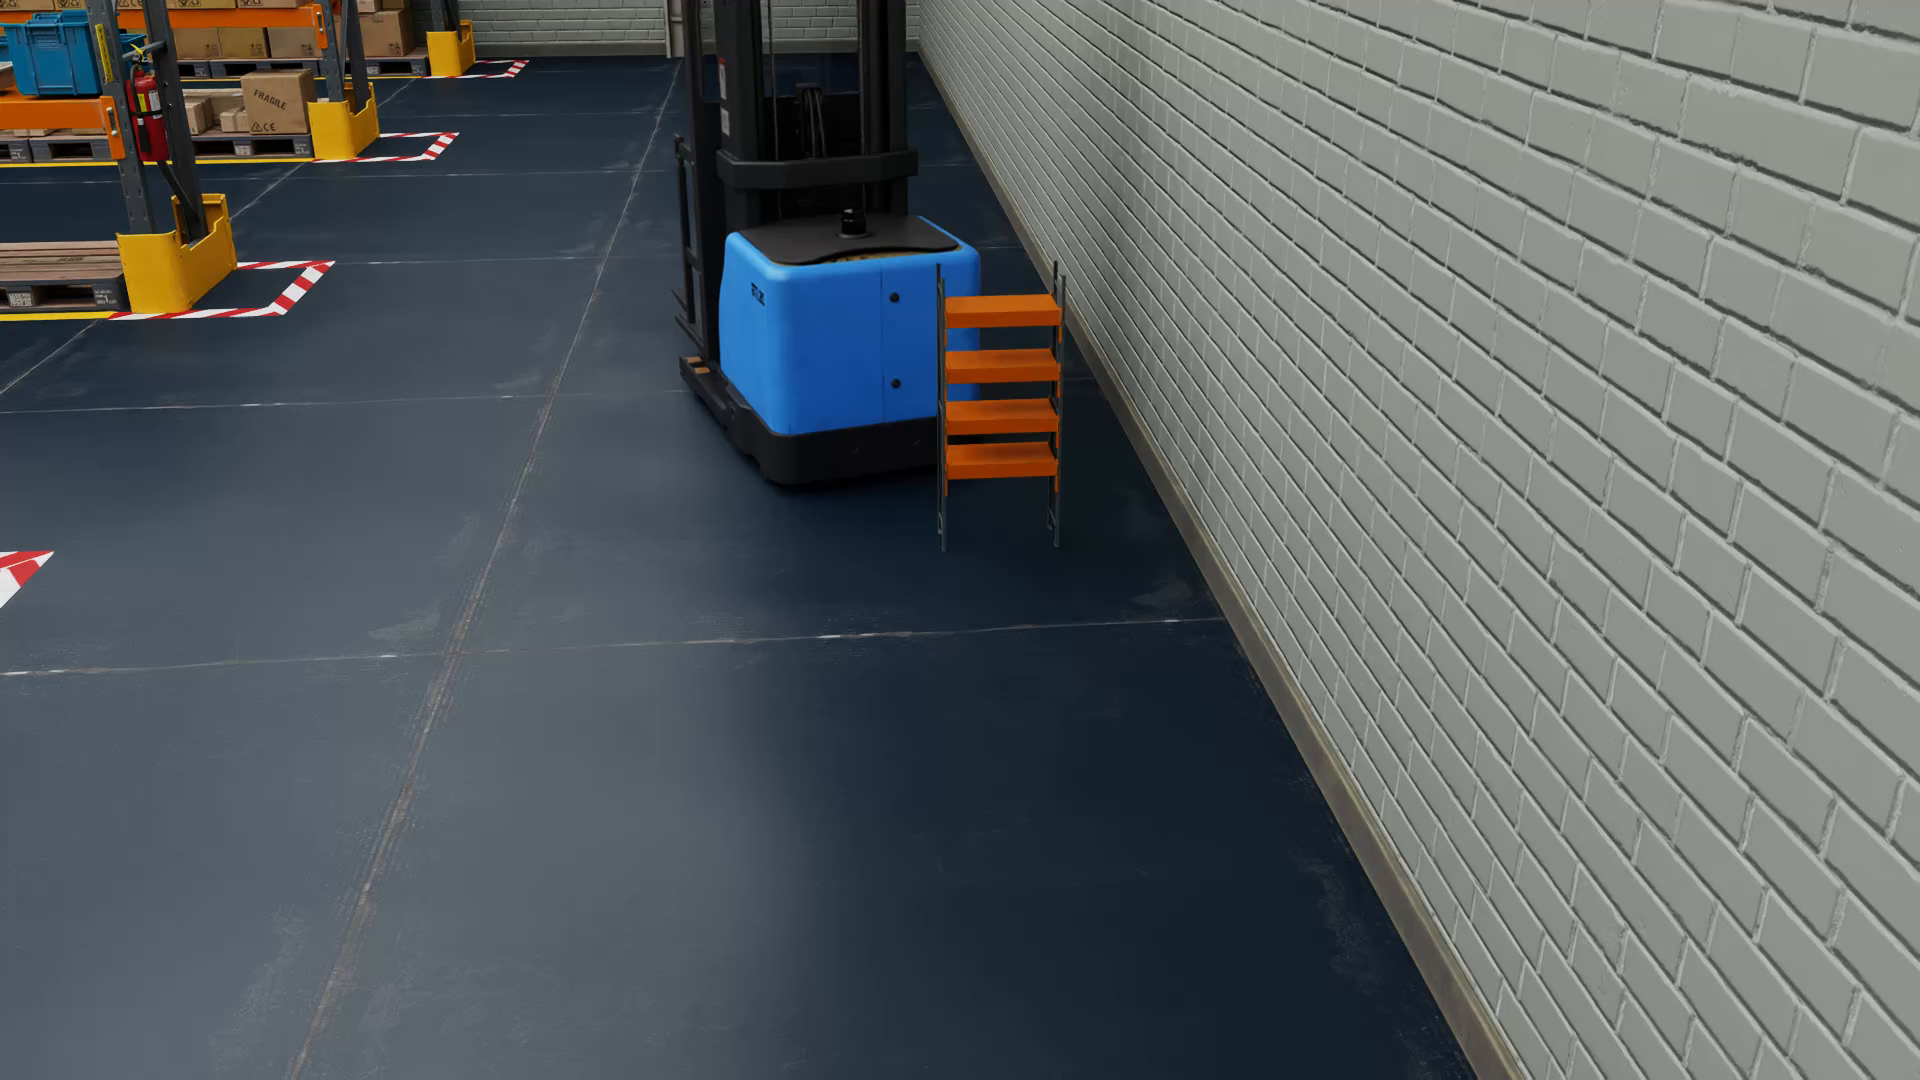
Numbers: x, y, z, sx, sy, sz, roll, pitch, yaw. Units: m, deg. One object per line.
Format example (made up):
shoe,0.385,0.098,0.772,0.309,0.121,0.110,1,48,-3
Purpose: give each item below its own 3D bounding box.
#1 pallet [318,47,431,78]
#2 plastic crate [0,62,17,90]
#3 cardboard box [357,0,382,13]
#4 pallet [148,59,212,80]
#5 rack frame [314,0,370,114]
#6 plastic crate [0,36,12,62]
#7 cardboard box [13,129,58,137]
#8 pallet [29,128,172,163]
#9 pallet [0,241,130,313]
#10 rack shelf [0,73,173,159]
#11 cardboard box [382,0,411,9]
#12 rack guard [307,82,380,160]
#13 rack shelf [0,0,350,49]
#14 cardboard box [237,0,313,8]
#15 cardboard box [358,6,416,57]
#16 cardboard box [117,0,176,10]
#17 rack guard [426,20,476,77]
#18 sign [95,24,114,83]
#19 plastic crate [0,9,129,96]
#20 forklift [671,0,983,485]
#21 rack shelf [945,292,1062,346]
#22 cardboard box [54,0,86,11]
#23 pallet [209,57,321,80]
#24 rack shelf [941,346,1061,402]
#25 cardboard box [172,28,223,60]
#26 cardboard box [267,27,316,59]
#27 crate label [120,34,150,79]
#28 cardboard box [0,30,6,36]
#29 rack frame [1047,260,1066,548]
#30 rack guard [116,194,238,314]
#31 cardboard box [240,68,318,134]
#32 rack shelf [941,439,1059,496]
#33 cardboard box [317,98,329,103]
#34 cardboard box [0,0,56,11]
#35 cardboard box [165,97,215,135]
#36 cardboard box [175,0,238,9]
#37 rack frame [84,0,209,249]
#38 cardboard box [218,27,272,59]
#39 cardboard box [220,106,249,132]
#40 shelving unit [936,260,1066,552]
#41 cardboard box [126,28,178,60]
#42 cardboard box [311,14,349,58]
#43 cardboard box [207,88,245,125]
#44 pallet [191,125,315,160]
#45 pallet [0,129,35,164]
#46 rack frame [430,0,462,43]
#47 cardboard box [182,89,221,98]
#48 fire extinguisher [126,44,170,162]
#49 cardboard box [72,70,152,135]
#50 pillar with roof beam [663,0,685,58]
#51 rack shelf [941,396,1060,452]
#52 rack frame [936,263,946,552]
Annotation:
pallet,-6.886,-5.690,19.791,1.213,0.211,1.003,-2,24,-5
plastic crate,-5.918,-2.824,10.162,0.243,0.136,0.396,-2,24,-5
cardboard box,-6.895,-6.226,19.327,0.250,0.149,0.380,-3,24,-6
pallet,-9.315,-5.592,19.572,1.213,0.211,1.003,-2,24,-5
rack frame,-5.608,-5.025,14.863,0.127,3.000,1.000,-2,24,-5
plastic crate,-6.058,-3.071,10.598,0.300,0.233,0.416,-2,24,-5
cardboard box,-8.290,-3.740,14.918,0.250,0.166,0.380,-2,24,-5
pallet,-7.688,-3.668,15.244,1.213,0.211,1.003,-2,24,-5
pallet,-5.949,-1.732,10.886,1.213,0.211,1.003,-2,24,-5
rack shelf,-7.115,-2.615,10.325,4.000,0.370,1.077,-2,24,-5
cardboard box,-6.680,-6.391,19.698,0.250,0.149,0.380,-2,24,-5
rack guard,-5.683,-3.880,15.364,0.348,0.500,1.175,-2,24,-5
rack shelf,-7.598,-4.617,14.830,4.000,0.370,1.077,-2,24,-5
cardboard box,-6.027,-4.943,14.555,0.500,0.500,0.500,-2,24,-4
cardboard box,-6.785,-6.009,19.636,0.500,0.500,0.700,-2,24,-5
cardboard box,-7.040,-4.903,14.466,0.500,0.500,0.500,-2,24,-5
rack guard,-6.075,-5.886,19.878,0.348,0.500,1.175,-2,24,-5
sign,-5.054,-2.876,9.827,0.005,0.325,0.100,-2,24,-5
plastic crate,-5.440,-2.978,10.139,0.499,0.435,0.616,-2,24,-5
forklift,-0.899,-2.164,8.510,1.130,2.935,3.031,-9,26,-19
rack shelf,0.165,-0.914,6.862,0.480,0.148,0.258,-2,24,-5
cardboard box,-7.541,-4.883,14.421,0.500,0.500,0.500,-3,24,-6
pallet,-8.098,-5.642,19.684,1.213,0.211,1.003,-2,24,-5
rack shelf,0.165,-0.698,6.958,0.480,0.148,0.258,-2,24,-5
cardboard box,-8.825,-5.925,19.447,0.500,0.500,0.700,-3,24,-6
cardboard box,-7.784,-5.968,19.546,0.500,0.500,0.700,-3,24,-7
crate label,-5.403,-3.097,10.658,0.303,0.233,0.416,-2,24,-5
cardboard box,-10.713,-5.999,19.183,0.750,0.750,0.750,-2,24,-5
rack frame,0.408,-0.565,7.043,0.015,1.200,0.240,-2,24,-5
rack guard,-5.102,-1.887,10.880,0.348,0.500,1.175,-2,24,-5
cardboard box,-6.125,-3.963,15.009,0.500,0.500,0.500,-2,24,-5
rack shelf,0.165,-0.312,7.129,0.480,0.148,0.258,-2,24,-5
cardboard box,-6.058,-4.046,15.628,0.250,0.149,0.380,-2,24,-5
cardboard box,-8.047,-4.862,14.373,0.500,0.500,0.500,-2,24,-5
cardboard box,-7.073,-3.823,15.002,0.500,0.250,0.500,-2,24,-5
cardboard box,-6.543,-4.921,14.505,0.500,0.500,0.500,-2,24,-5
rack frame,-5.125,-3.023,10.358,0.127,3.000,1.000,-2,24,-5
cardboard box,-8.314,-5.944,19.491,0.500,0.500,0.700,-2,24,-4
cardboard box,-6.537,-3.831,15.122,0.250,0.166,0.380,-2,24,-5
shelving unit,0.165,-0.555,7.021,0.503,1.200,0.258,-2,24,-5
cardboard box,-9.325,-5.906,19.405,0.500,0.500,0.700,-2,24,-4
cardboard box,-7.283,-5.989,19.591,0.500,0.500,0.700,-2,24,-5
cardboard box,-6.674,-4.043,15.497,0.500,0.250,0.500,-2,24,-5
pallet,-6.477,-3.716,15.350,1.213,0.211,1.003,-2,24,-5
pallet,-8.905,-3.618,15.131,1.213,0.211,1.003,-2,24,-5
rack frame,-6.098,-7.028,19.368,0.127,3.000,1.000,-2,24,-5
cardboard box,-7.172,-4.023,15.452,0.500,0.250,0.500,-2,24,-5
fire extinguisher,-4.930,-2.640,10.050,0.183,0.674,0.296,-2,24,-5
cardboard box,-7.719,-4.003,15.095,0.637,0.503,0.797,-2,24,-5
pillar with roof beam,-3.073,-8.486,15.263,0.400,9.000,9.100,-2,24,-5
rack shelf,0.165,-0.493,7.048,0.480,0.148,0.258,-2,24,-5
rack frame,-0.078,-0.545,6.999,0.015,1.200,0.240,-2,24,-5
